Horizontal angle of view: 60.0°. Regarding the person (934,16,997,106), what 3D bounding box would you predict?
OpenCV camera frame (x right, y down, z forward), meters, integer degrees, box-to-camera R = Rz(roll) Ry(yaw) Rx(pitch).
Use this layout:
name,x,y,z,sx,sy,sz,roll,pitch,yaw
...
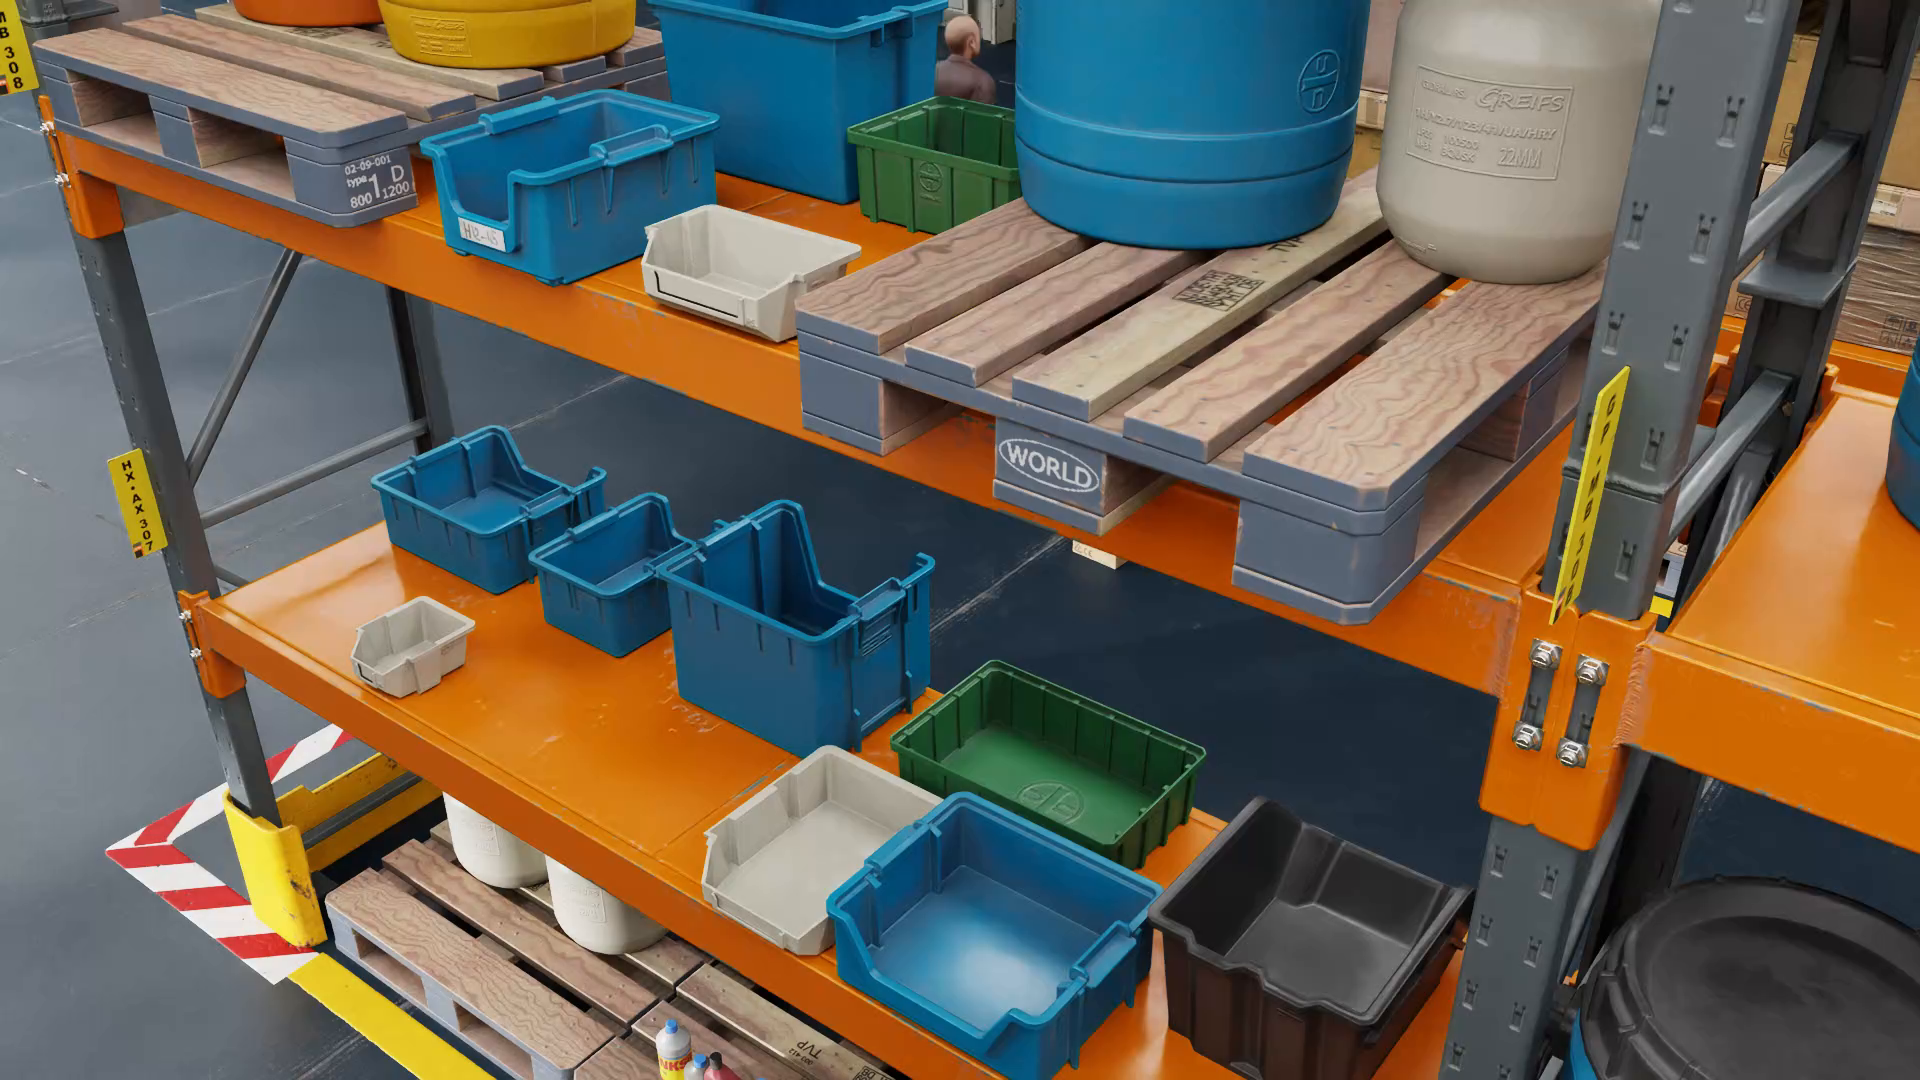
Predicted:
name,x,y,z,sx,sy,sz,roll,pitch,yaw
person,0.001,-2.168,9.783,0.657,1.775,0.534,22,37,33
